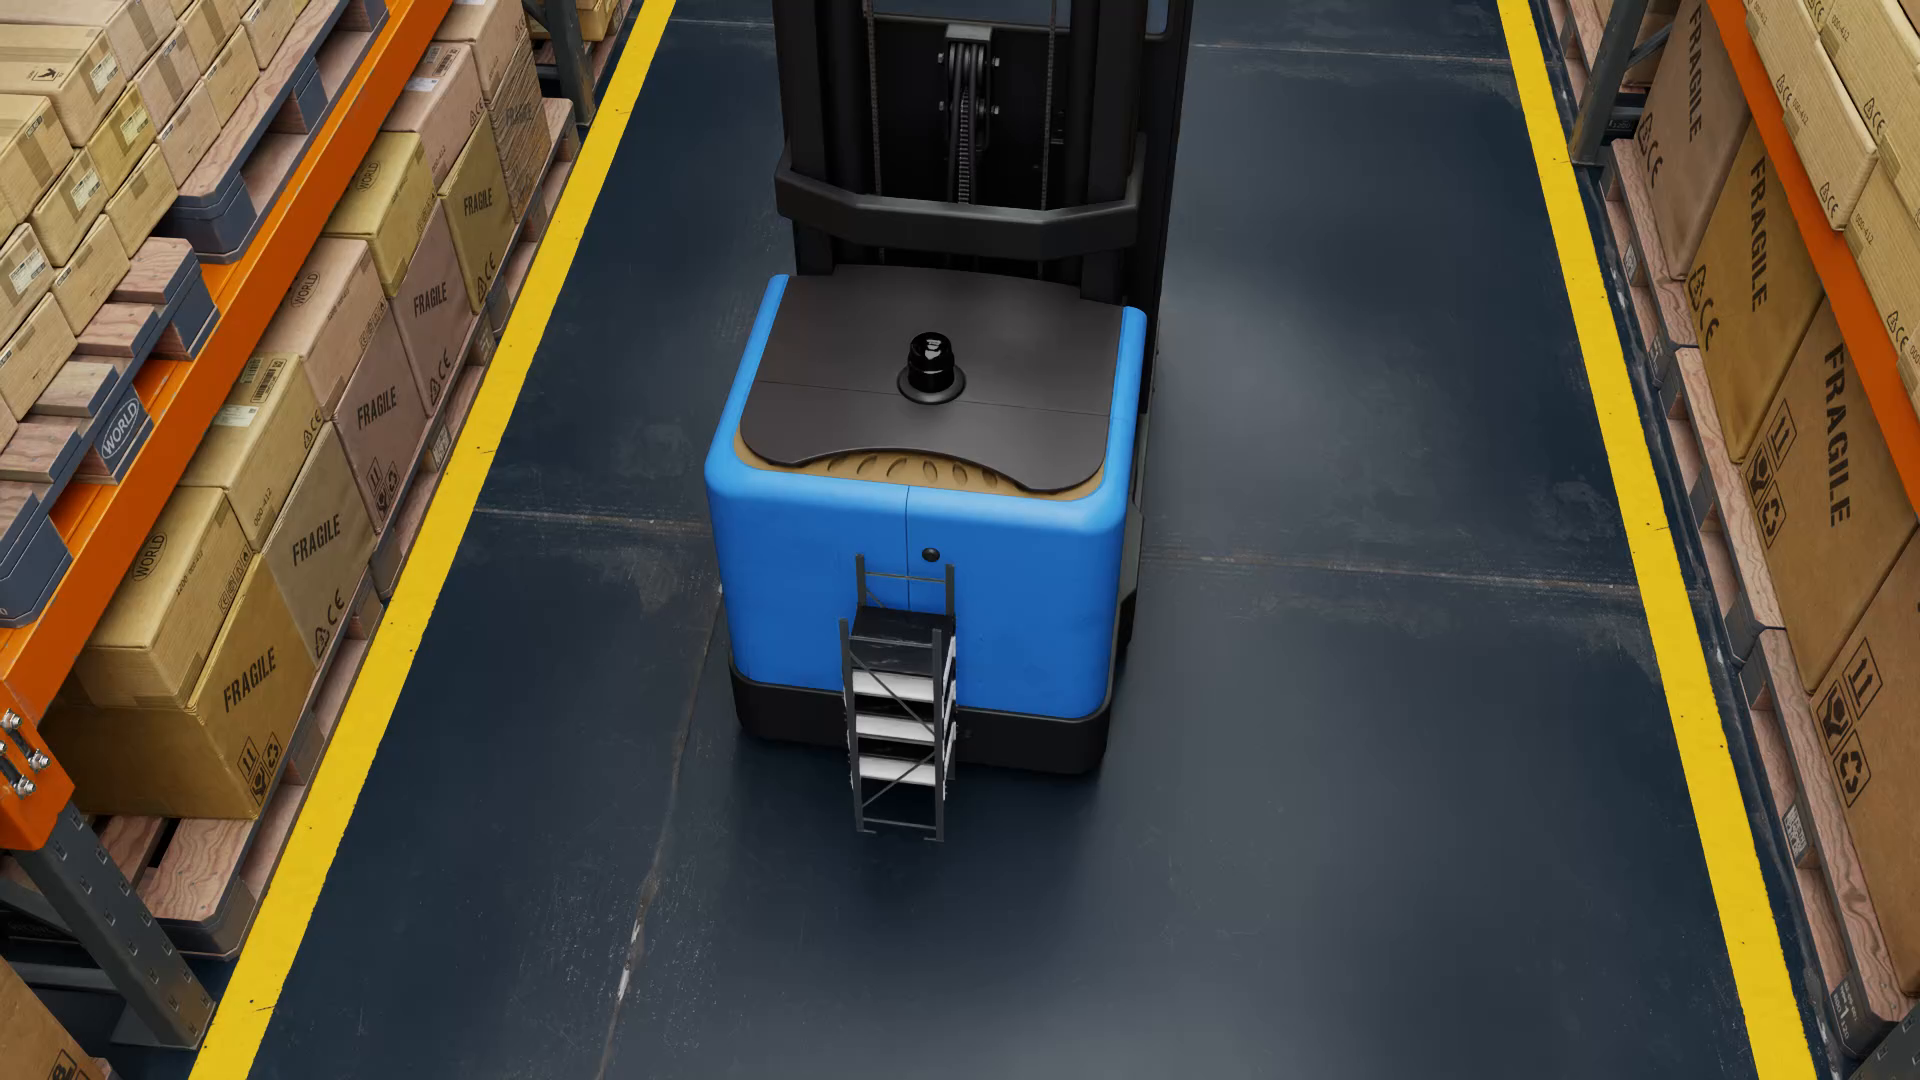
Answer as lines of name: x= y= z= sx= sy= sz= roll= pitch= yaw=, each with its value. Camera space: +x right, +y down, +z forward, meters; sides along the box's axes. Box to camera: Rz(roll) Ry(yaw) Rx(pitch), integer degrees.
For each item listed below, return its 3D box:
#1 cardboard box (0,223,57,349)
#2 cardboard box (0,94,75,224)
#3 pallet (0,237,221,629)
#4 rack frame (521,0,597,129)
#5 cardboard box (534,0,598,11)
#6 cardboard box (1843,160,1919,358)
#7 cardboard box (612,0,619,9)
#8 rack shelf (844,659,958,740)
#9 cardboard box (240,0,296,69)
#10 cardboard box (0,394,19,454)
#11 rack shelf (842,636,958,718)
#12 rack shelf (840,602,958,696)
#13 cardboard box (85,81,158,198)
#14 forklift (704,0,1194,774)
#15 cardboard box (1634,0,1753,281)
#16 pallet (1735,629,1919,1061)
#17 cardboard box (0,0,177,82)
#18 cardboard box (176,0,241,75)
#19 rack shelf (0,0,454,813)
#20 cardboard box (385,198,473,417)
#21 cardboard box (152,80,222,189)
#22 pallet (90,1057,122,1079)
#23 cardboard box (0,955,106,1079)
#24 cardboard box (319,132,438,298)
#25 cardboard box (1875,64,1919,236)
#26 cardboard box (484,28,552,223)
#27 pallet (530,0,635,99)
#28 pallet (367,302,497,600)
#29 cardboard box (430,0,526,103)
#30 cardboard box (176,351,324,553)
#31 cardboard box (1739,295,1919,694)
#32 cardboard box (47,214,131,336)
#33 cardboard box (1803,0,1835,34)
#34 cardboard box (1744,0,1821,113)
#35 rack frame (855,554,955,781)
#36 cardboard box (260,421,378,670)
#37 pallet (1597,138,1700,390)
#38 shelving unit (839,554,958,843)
cardboard box: x=-2.102 y=-0.529 z=3.385 sx=0.380 sy=0.149 sz=0.250 roll=6 pitch=48 yaw=5
cardboard box: x=-2.085 y=-0.793 z=3.425 sx=0.380 sy=0.149 sz=0.250 roll=4 pitch=48 yaw=3
pallet: x=-2.410 y=-0.297 z=3.619 sx=1.213 sy=0.211 sz=1.003 roll=4 pitch=48 yaw=4
rack frame: x=-2.005 y=-2.770 z=5.751 sx=1.000 sy=3.000 sz=0.127 roll=4 pitch=48 yaw=4
cardboard box: x=-1.653 y=-2.295 z=6.762 sx=0.380 sy=0.149 sz=0.250 roll=6 pitch=48 yaw=5
cardboard box: x=2.450 y=-0.656 z=3.919 sx=0.500 sy=0.250 sz=0.500 roll=3 pitch=48 yaw=3
cardboard box: x=-1.627 y=-2.391 z=7.052 sx=0.380 sy=0.149 sz=0.250 roll=5 pitch=48 yaw=5
rack shelf: x=-0.148 y=0.388 z=4.209 sx=0.258 sy=0.077 sz=0.200 roll=6 pitch=48 yaw=6
cardboard box: x=-1.983 y=-1.369 z=4.355 sx=0.380 sy=0.149 sz=0.250 roll=2 pitch=48 yaw=2
cardboard box: x=-2.127 y=-0.203 z=3.289 sx=0.380 sy=0.149 sz=0.250 roll=3 pitch=48 yaw=3
rack shelf: x=-0.148 y=0.327 z=4.142 sx=0.258 sy=0.077 sz=0.200 roll=6 pitch=48 yaw=6
rack shelf: x=-0.148 y=0.266 z=4.076 sx=0.258 sy=0.077 sz=0.200 roll=6 pitch=48 yaw=6
cardboard box: x=-2.059 y=-0.911 z=3.735 sx=0.380 sy=0.149 sz=0.250 roll=4 pitch=48 yaw=4
forklift: x=0.092 y=-1.449 z=4.589 sx=1.130 sy=2.935 sz=3.031 roll=6 pitch=48 yaw=6
cardboard box: x=2.957 y=-1.475 z=5.722 sx=0.875 sy=0.875 sz=0.875 roll=5 pitch=48 yaw=5
pallet: x=2.716 y=0.795 z=4.380 sx=1.003 sy=0.211 sz=1.213 roll=4 pitch=48 yaw=4
cardboard box: x=-2.038 y=-1.186 z=3.785 sx=0.380 sy=0.149 sz=0.250 roll=6 pitch=48 yaw=5
cardboard box: x=-2.009 y=-1.276 z=4.069 sx=0.380 sy=0.149 sz=0.250 roll=3 pitch=48 yaw=3
rack shelf: x=-2.187 y=-1.058 z=4.672 sx=1.077 sy=0.370 sz=4.000 roll=4 pitch=48 yaw=4
cardboard box: x=-1.919 y=-0.754 z=5.316 sx=0.500 sy=0.500 sz=0.500 roll=3 pitch=48 yaw=3
cardboard box: x=-2.034 y=-0.993 z=4.011 sx=0.380 sy=0.149 sz=0.250 roll=5 pitch=48 yaw=5
pallet: x=-2.516 y=1.685 z=3.566 sx=1.003 sy=0.211 sz=1.213 roll=4 pitch=48 yaw=4
cardboard box: x=-2.514 y=1.228 z=3.334 sx=1.050 sy=0.750 sz=0.750 roll=3 pitch=48 yaw=3
cardboard box: x=-1.915 y=-0.991 z=5.025 sx=0.500 sy=0.250 sz=0.500 roll=2 pitch=48 yaw=2
cardboard box: x=2.430 y=-0.818 z=3.728 sx=0.500 sy=0.250 sz=0.500 roll=3 pitch=48 yaw=3
cardboard box: x=-1.821 y=-1.507 z=6.005 sx=0.500 sy=0.500 sz=0.500 roll=3 pitch=48 yaw=3
pallet: x=-1.979 y=-2.325 z=7.233 sx=1.003 sy=0.211 sz=1.213 roll=4 pitch=48 yaw=4
pallet: x=-2.183 y=-0.358 z=5.434 sx=1.003 sy=0.211 sz=1.213 roll=4 pitch=48 yaw=4
cardboard box: x=-1.821 y=-1.757 z=5.725 sx=0.500 sy=0.250 sz=0.500 roll=3 pitch=48 yaw=2
cardboard box: x=-2.019 y=-0.245 z=4.343 sx=0.500 sy=0.250 sz=0.500 roll=3 pitch=48 yaw=3
cardboard box: x=2.801 y=-0.154 z=4.513 sx=0.875 sy=0.875 sz=0.875 roll=4 pitch=48 yaw=4
cardboard box: x=-2.079 y=-0.598 z=3.650 sx=0.380 sy=0.149 sz=0.250 roll=6 pitch=48 yaw=5
cardboard box: x=2.521 y=-1.571 z=4.417 sx=0.500 sy=0.250 sz=0.500 roll=4 pitch=48 yaw=4
cardboard box: x=2.523 y=-1.399 z=4.599 sx=0.500 sy=0.250 sz=0.500 roll=4 pitch=48 yaw=3
rack frame: x=-0.133 y=0.352 z=4.318 sx=0.240 sy=0.900 sz=0.006 roll=6 pitch=48 yaw=6
cardboard box: x=-2.008 y=-0.001 z=4.628 sx=0.500 sy=0.500 sz=0.500 roll=4 pitch=48 yaw=4
pallet: x=2.939 y=-0.998 z=6.020 sx=1.003 sy=0.211 sz=1.213 roll=4 pitch=48 yaw=4
shelving unit: x=-0.148 y=0.426 z=4.250 sx=0.258 sy=0.900 sz=0.210 roll=6 pitch=48 yaw=6
